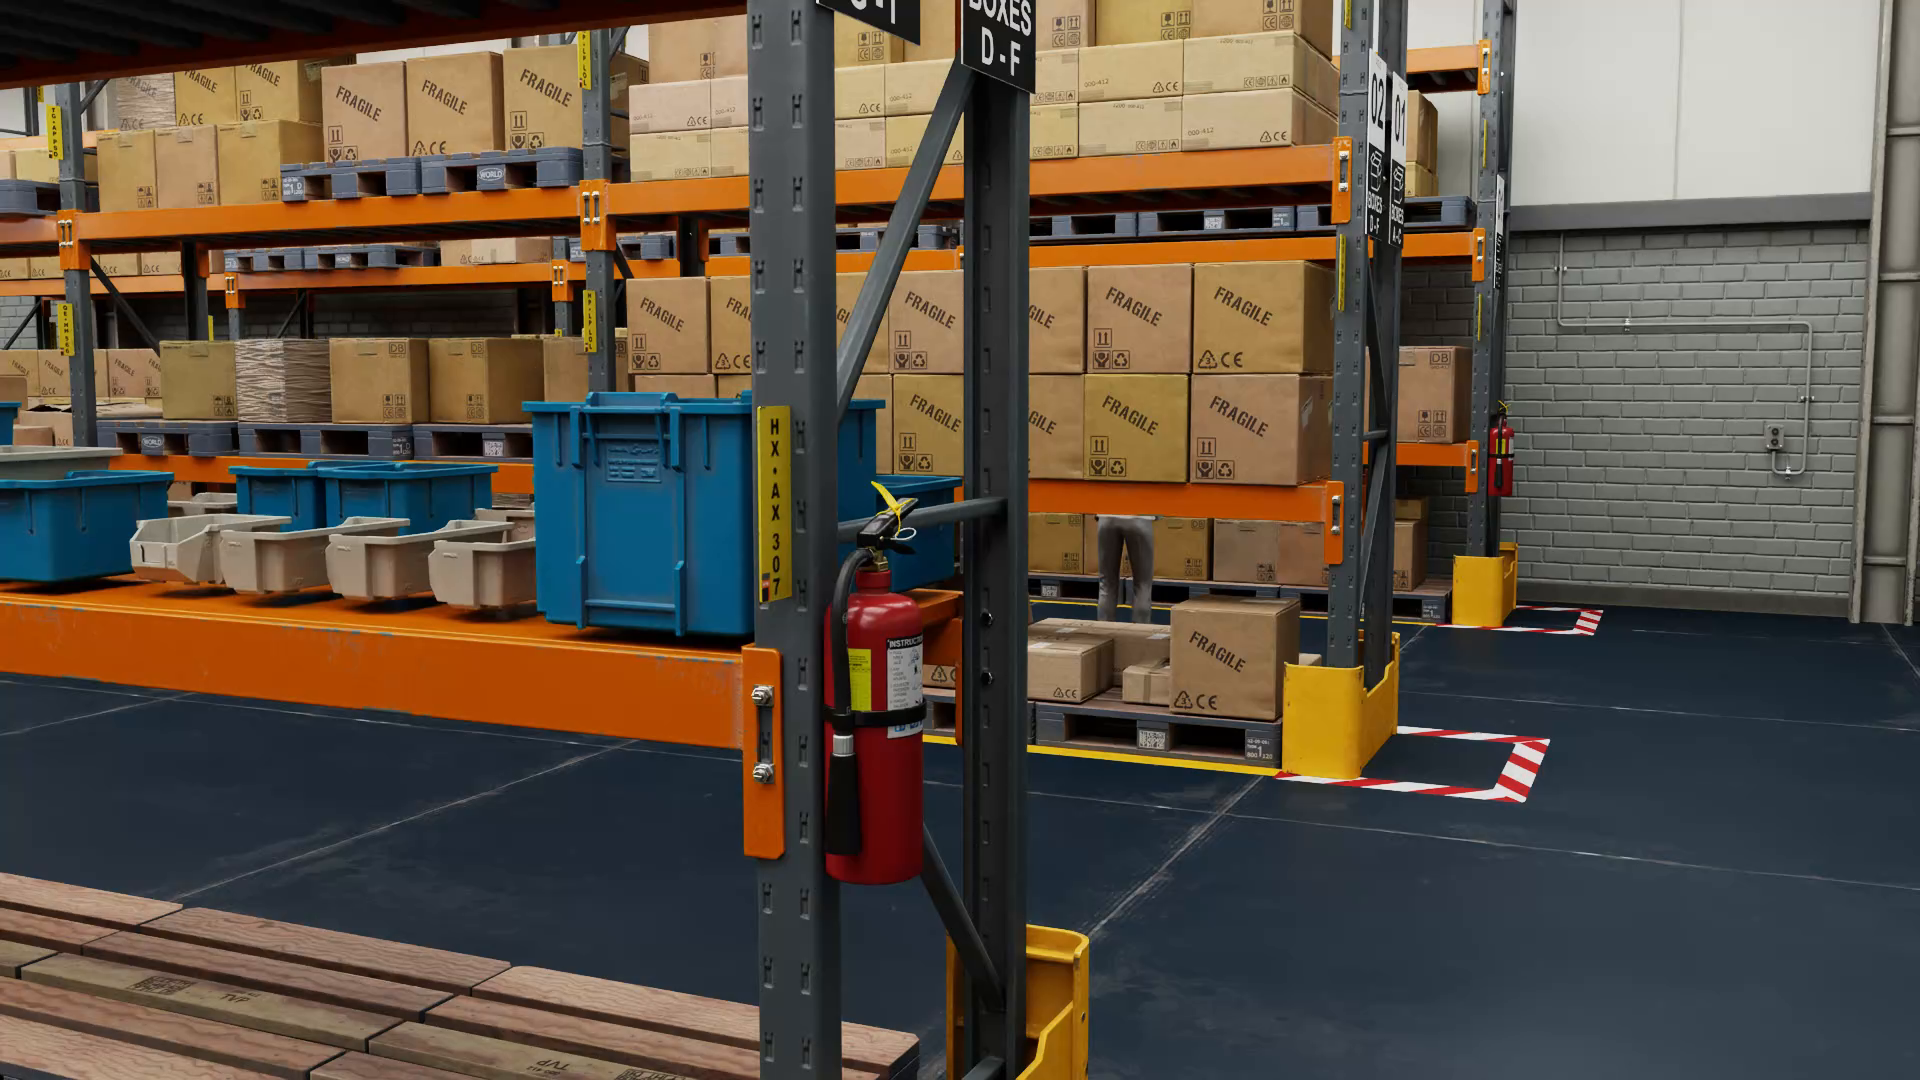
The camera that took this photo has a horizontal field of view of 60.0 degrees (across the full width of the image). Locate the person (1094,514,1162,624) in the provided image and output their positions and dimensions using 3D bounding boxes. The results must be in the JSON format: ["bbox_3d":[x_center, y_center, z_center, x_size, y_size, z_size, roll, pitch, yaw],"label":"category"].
[{"bbox_3d":[1.072,-0.094,10.599,0.459,1.686,0.556,3,6,24],"label":"person"}]
